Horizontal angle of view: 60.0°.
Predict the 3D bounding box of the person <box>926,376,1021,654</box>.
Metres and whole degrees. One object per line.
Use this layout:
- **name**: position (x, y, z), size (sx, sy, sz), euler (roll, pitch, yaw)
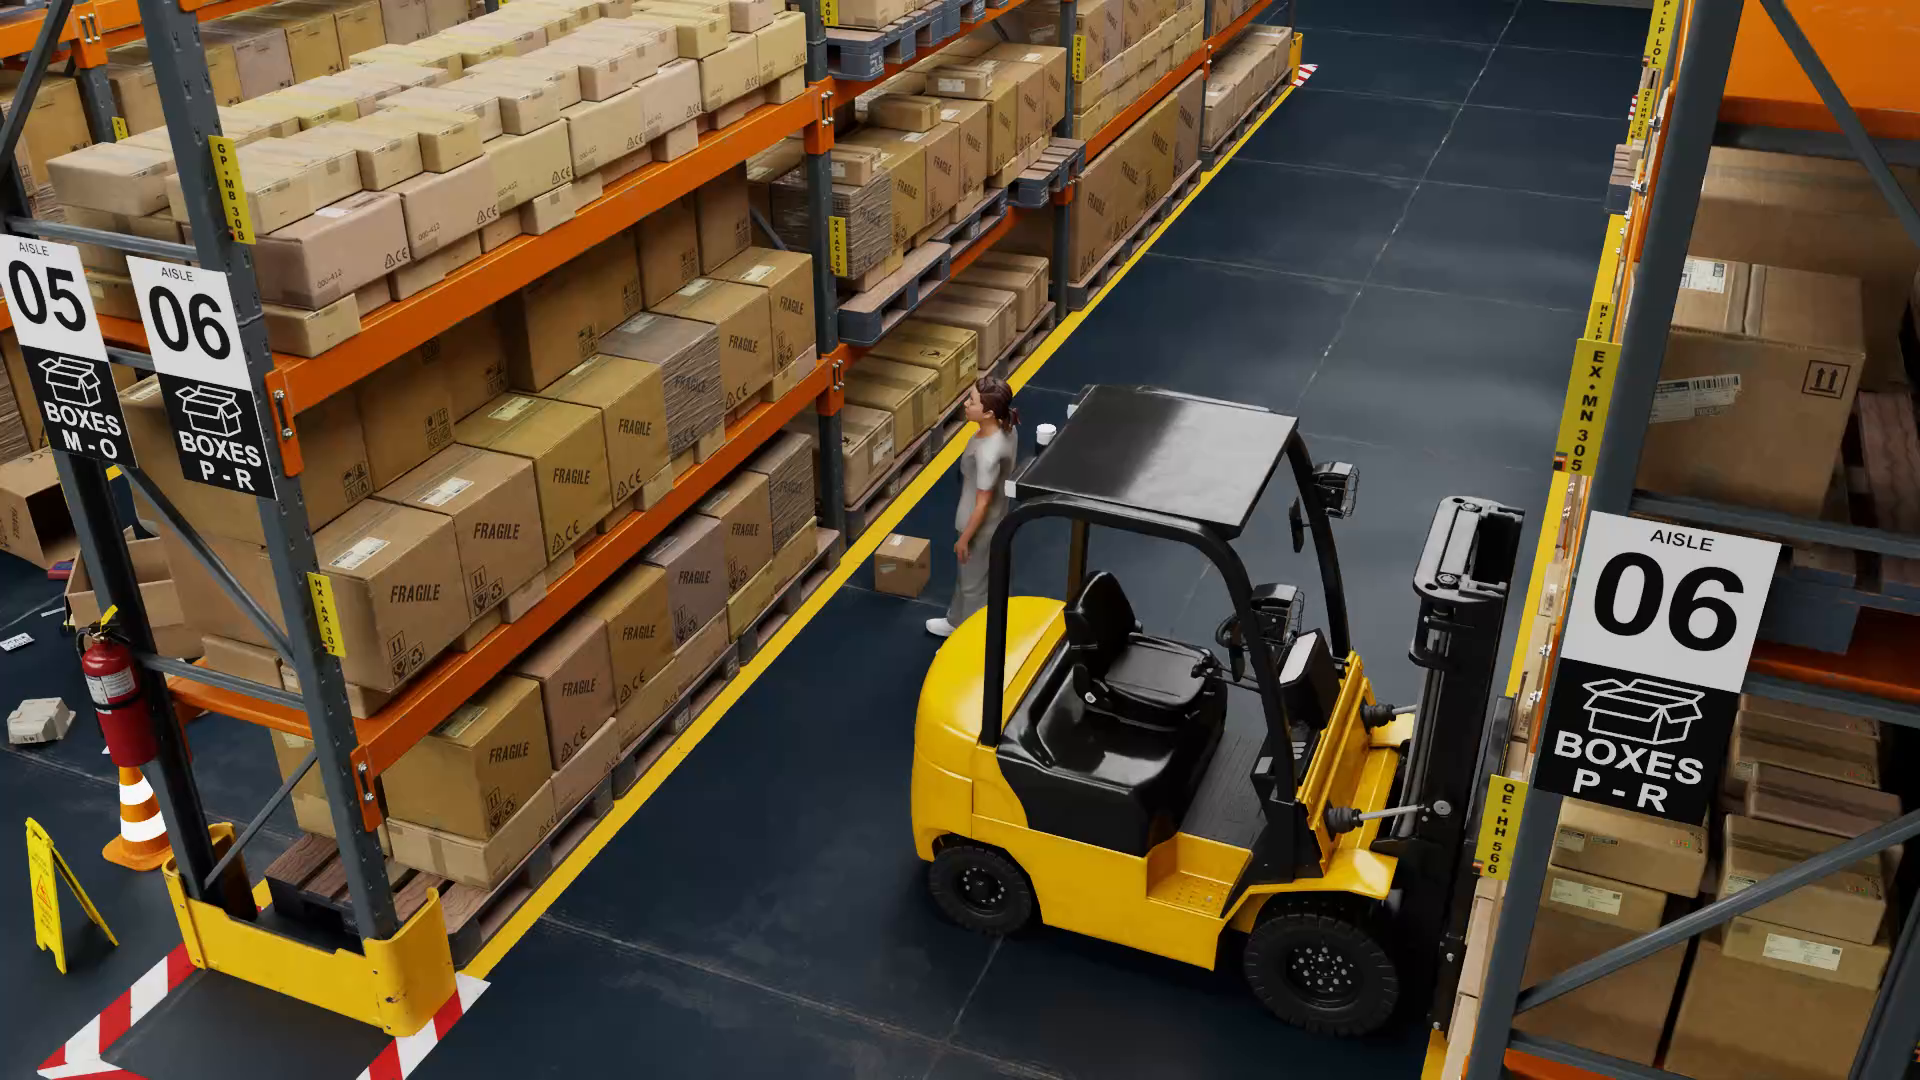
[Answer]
- **person**: position (0.040, -0.086, 8.547), size (0.549, 1.654, 0.549), euler (5, 30, 9)
